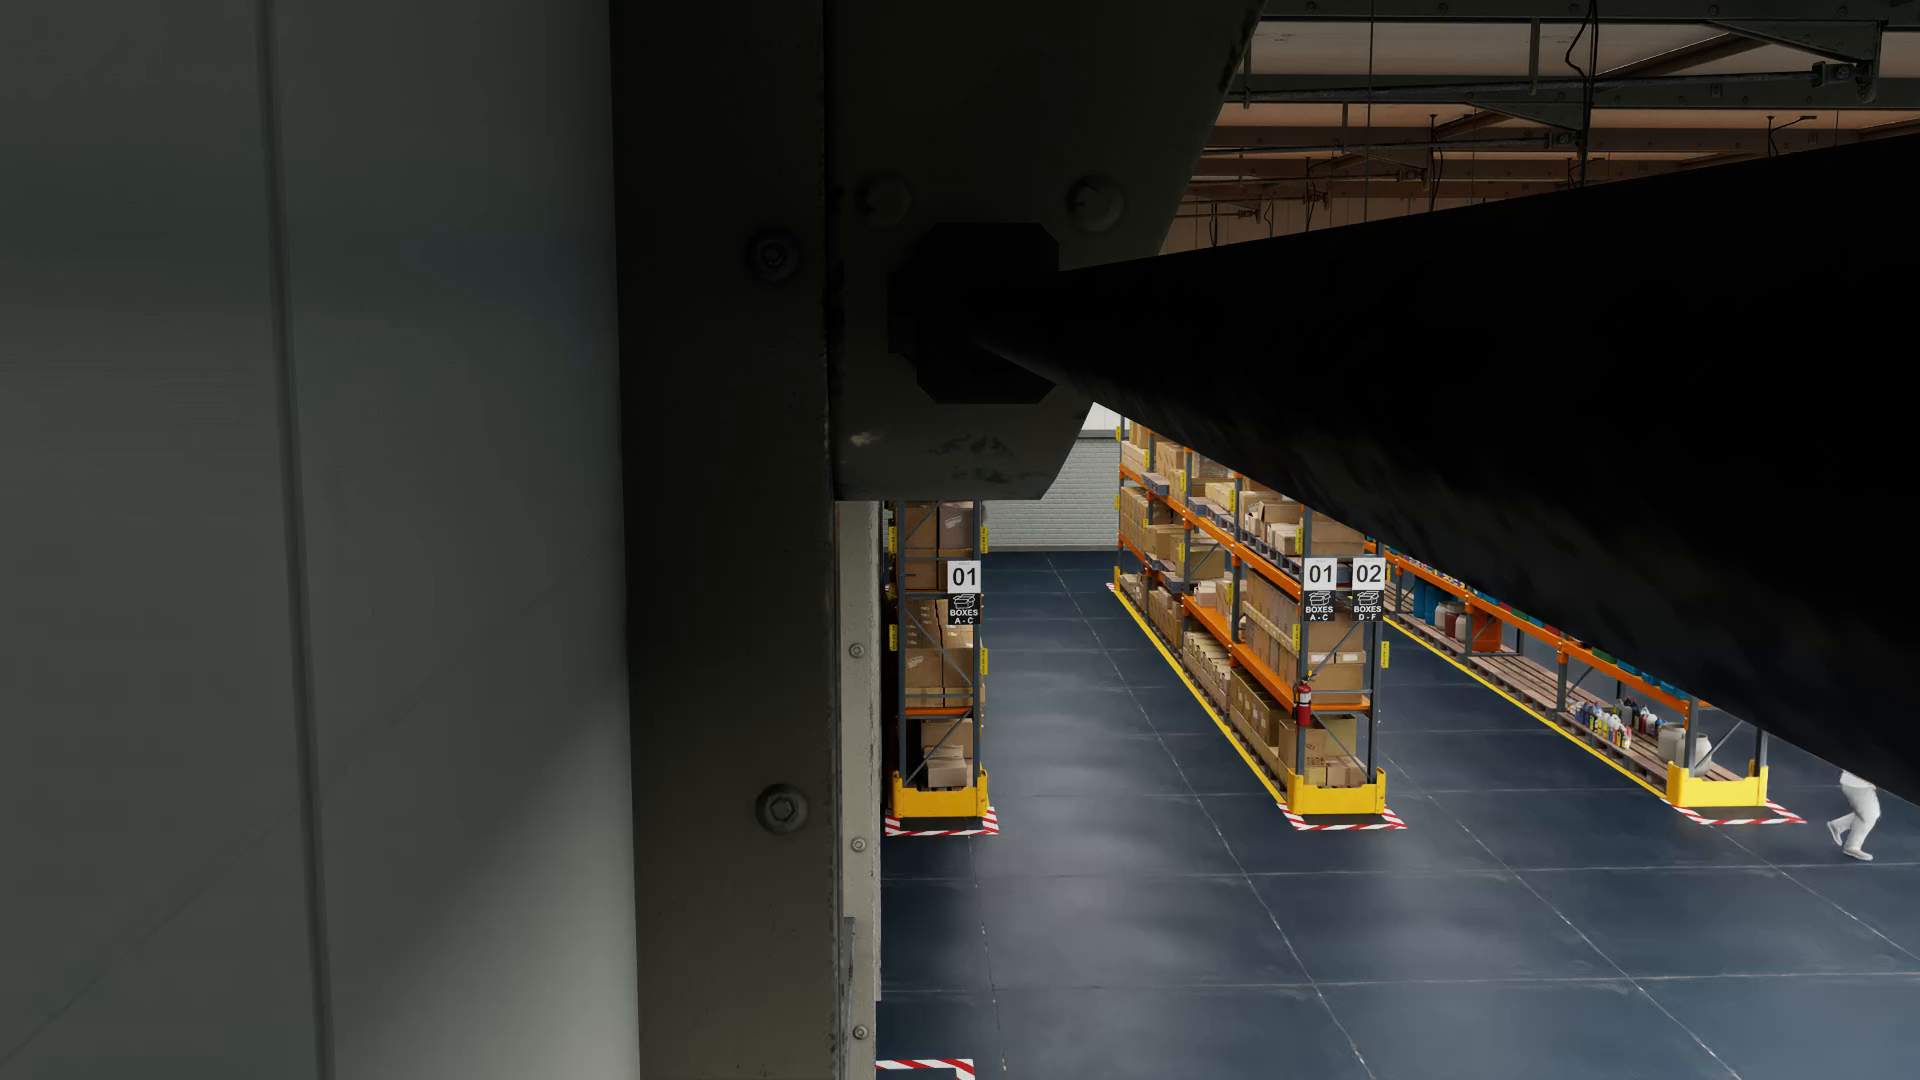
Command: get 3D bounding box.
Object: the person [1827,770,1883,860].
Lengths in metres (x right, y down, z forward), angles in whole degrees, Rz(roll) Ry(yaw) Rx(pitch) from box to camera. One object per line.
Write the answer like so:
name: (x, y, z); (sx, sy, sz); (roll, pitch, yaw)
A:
person: (10.247, 2.820, 18.991); (0.553, 1.625, 0.627); (4, 9, 27)
